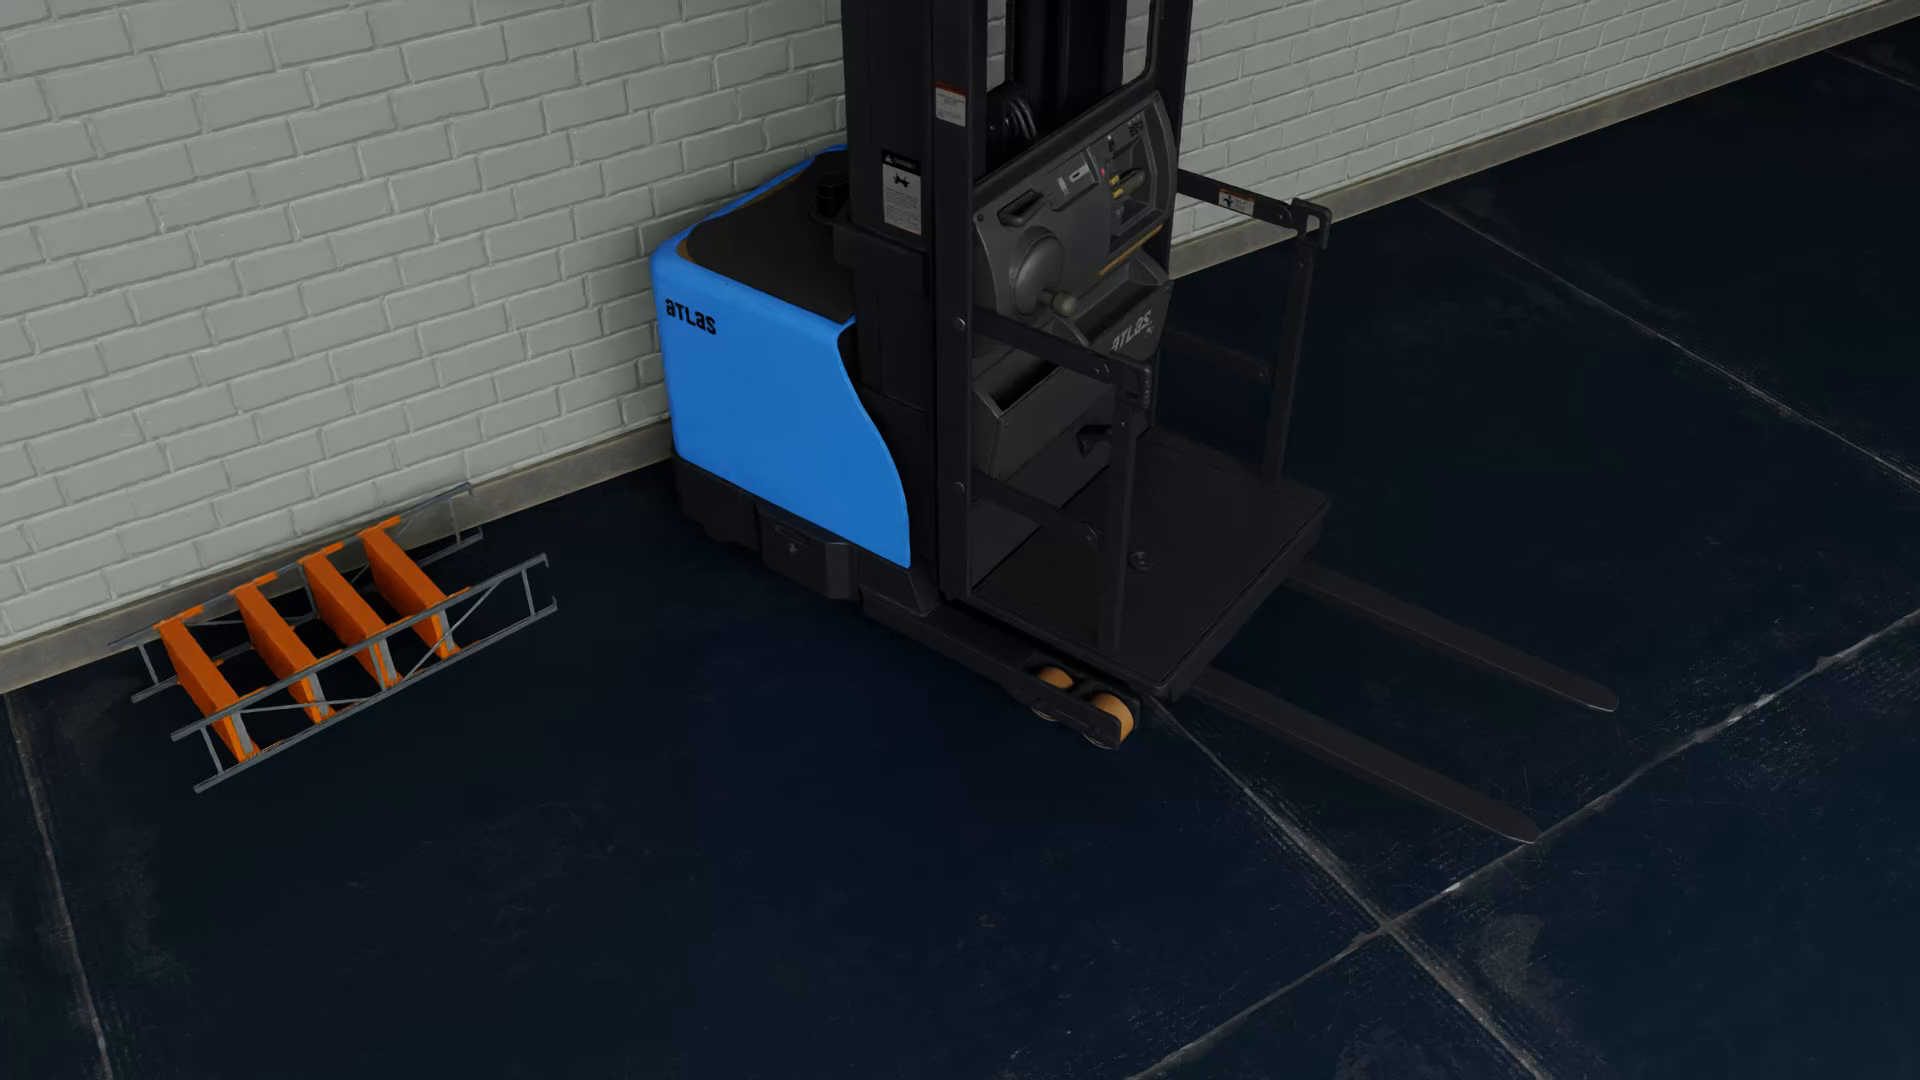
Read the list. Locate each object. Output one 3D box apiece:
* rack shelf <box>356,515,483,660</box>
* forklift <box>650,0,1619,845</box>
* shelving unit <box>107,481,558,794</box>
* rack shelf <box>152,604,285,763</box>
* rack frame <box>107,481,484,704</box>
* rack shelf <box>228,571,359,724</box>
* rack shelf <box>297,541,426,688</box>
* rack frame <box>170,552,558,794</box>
[{"bbox_3d":[-1.731,0.158,5.331,0.148,0.258,0.480,-29,48,-31],"label":"rack shelf"},{"bbox_3d":[0.505,-0.889,4.527,3.031,2.935,1.130,25,46,27],"label":"forklift"},{"bbox_3d":[-1.930,0.270,5.196,1.200,0.258,0.503,-29,48,-31],"label":"shelving unit"},{"bbox_3d":[-2.225,0.437,4.996,0.148,0.258,0.480,-29,48,-31],"label":"rack shelf"},{"bbox_3d":[-2.092,0.153,5.336,1.200,0.240,0.015,-29,48,-31],"label":"rack frame"},{"bbox_3d":[-2.047,0.337,5.116,0.148,0.258,0.480,-29,48,-31],"label":"rack shelf"},{"bbox_3d":[-1.880,0.242,5.230,0.148,0.258,0.480,-29,48,-31],"label":"rack shelf"},{"bbox_3d":[-1.769,0.387,5.055,1.200,0.240,0.015,-29,48,-31],"label":"rack frame"}]
